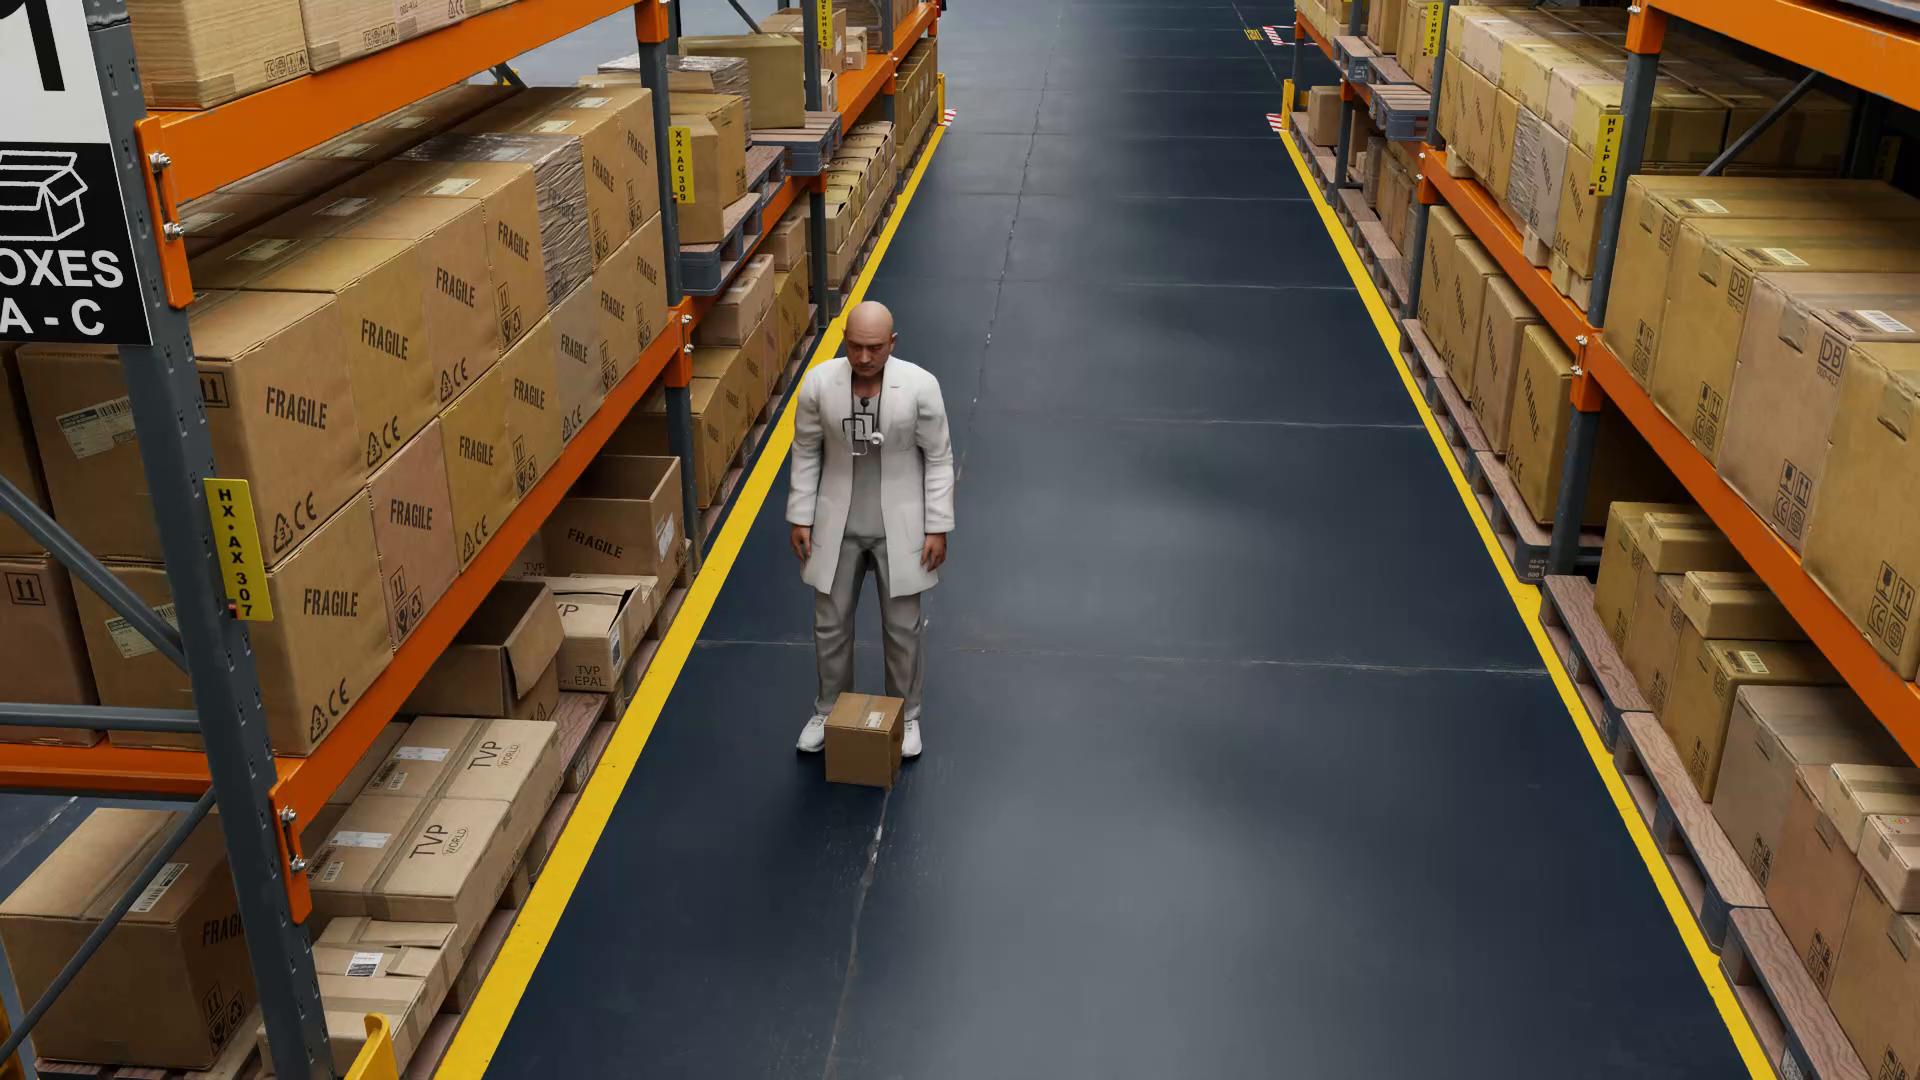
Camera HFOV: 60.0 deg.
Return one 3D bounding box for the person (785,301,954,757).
[{"bbox_3d":[-0.337,-0.042,6.217,0.640,1.773,0.425,3,24,6],"label":"person"}]
